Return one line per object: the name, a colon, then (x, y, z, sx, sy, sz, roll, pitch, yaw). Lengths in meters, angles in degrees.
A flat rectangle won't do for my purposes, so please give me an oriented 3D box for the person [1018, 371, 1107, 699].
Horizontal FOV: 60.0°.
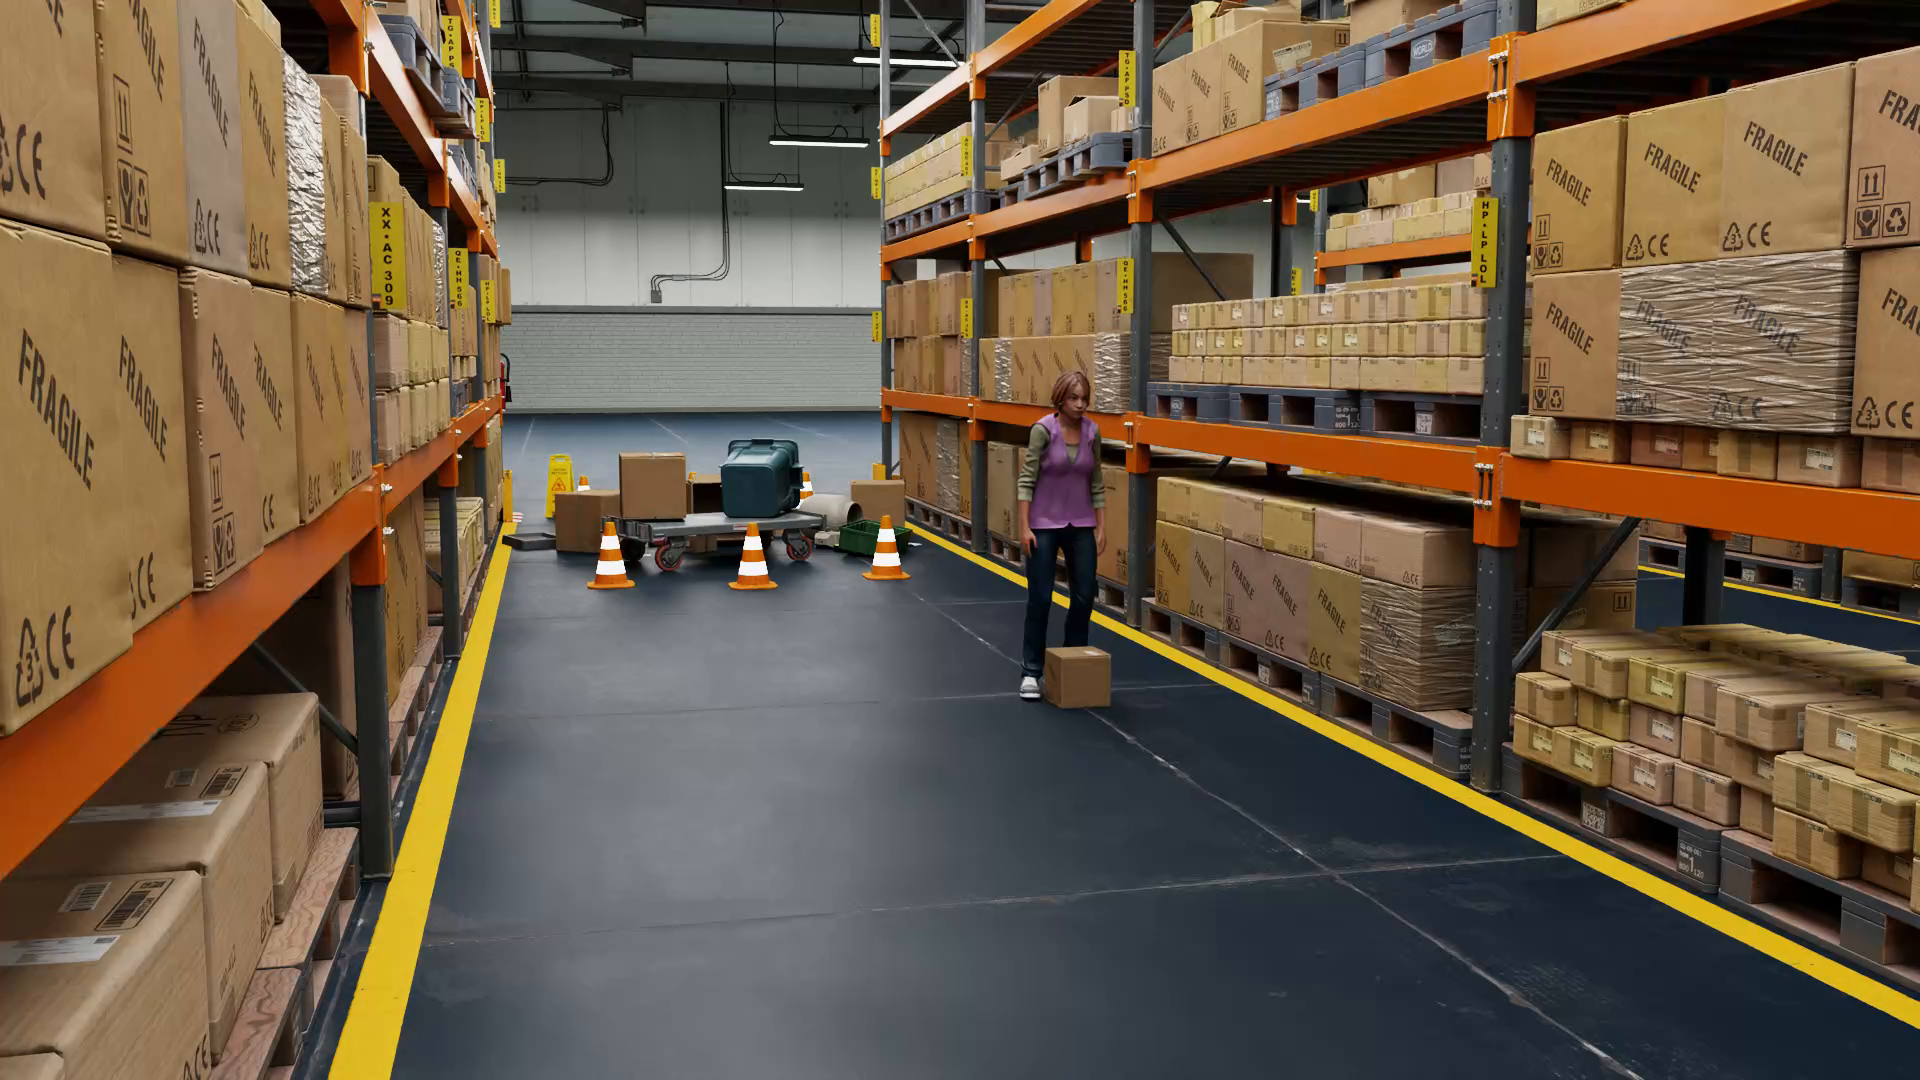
person: (0.506, -0.029, 8.146, 0.477, 1.591, 0.377, -2, 7, -17)
